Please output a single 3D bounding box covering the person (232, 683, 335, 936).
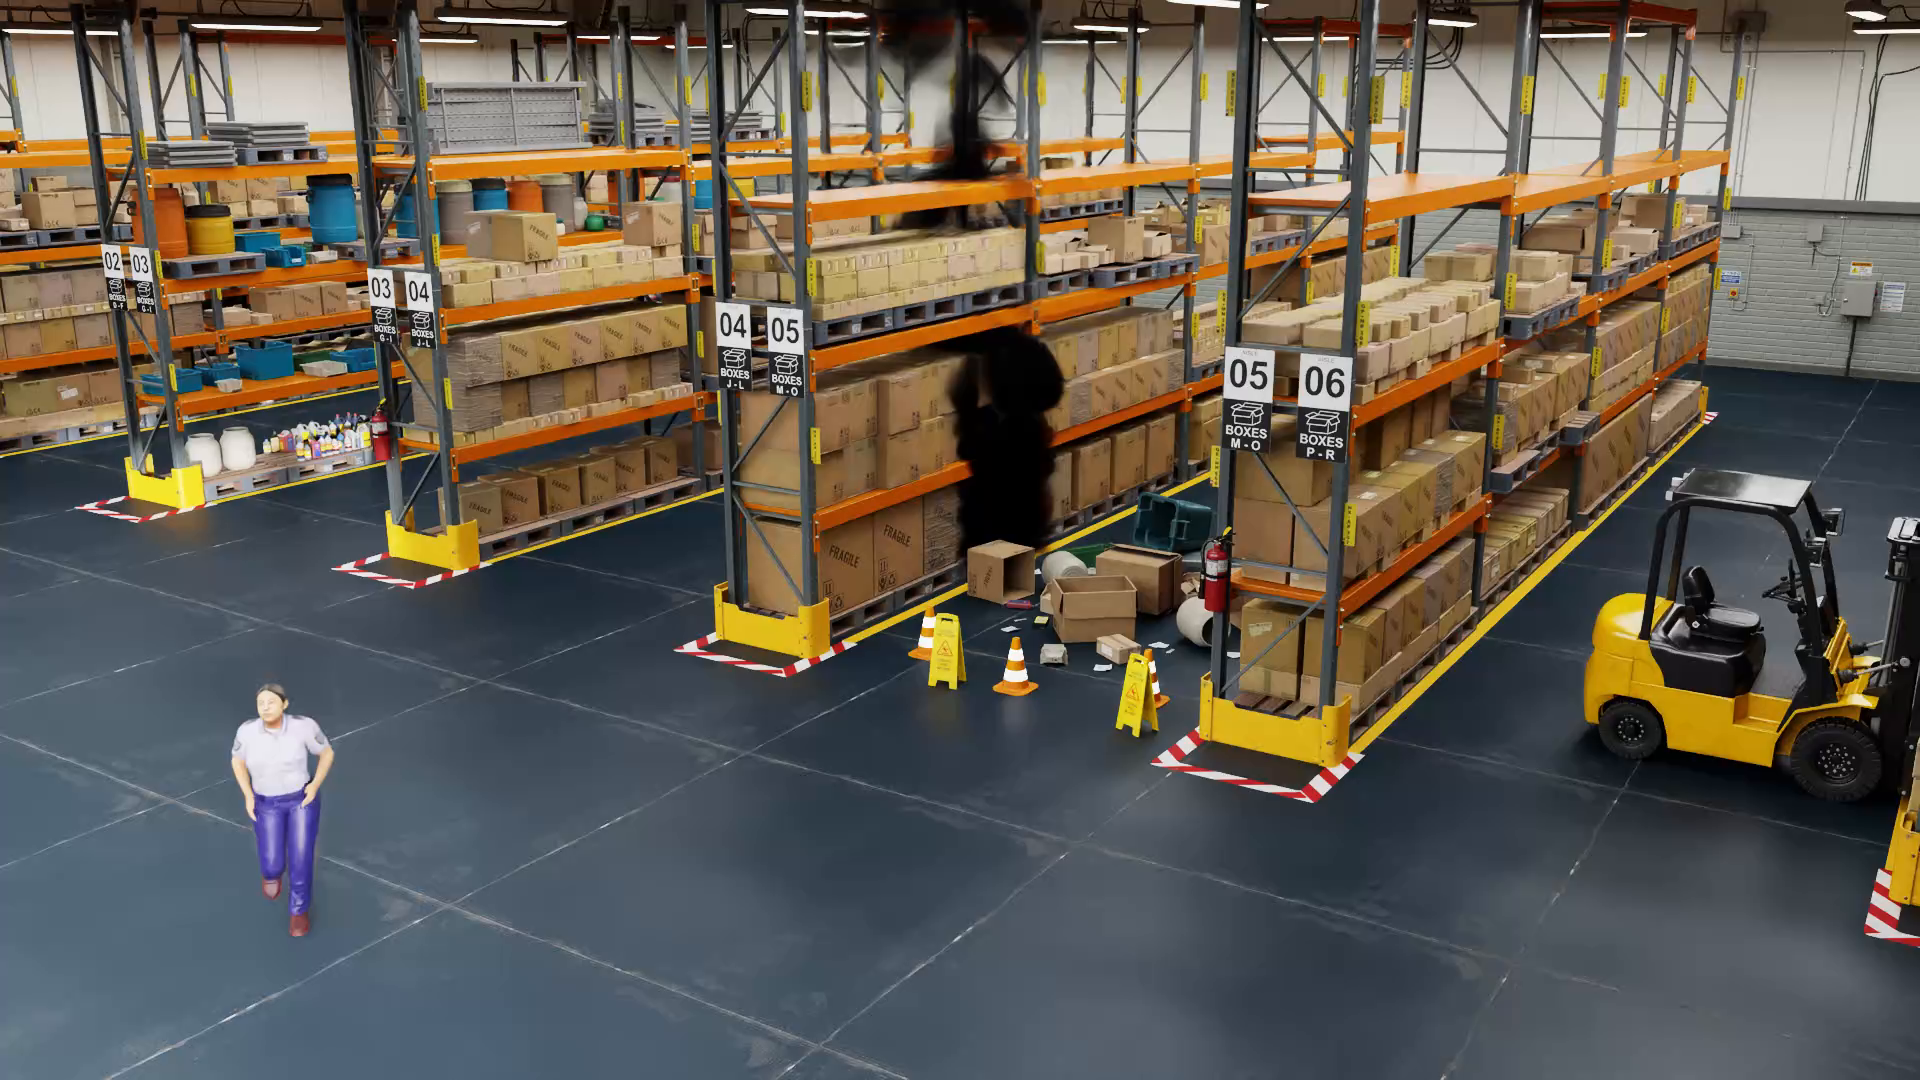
[{"bbox_3d":[-4.190,1.642,10.365,0.600,1.620,0.596,-5,16,-16],"label":"person"}]
